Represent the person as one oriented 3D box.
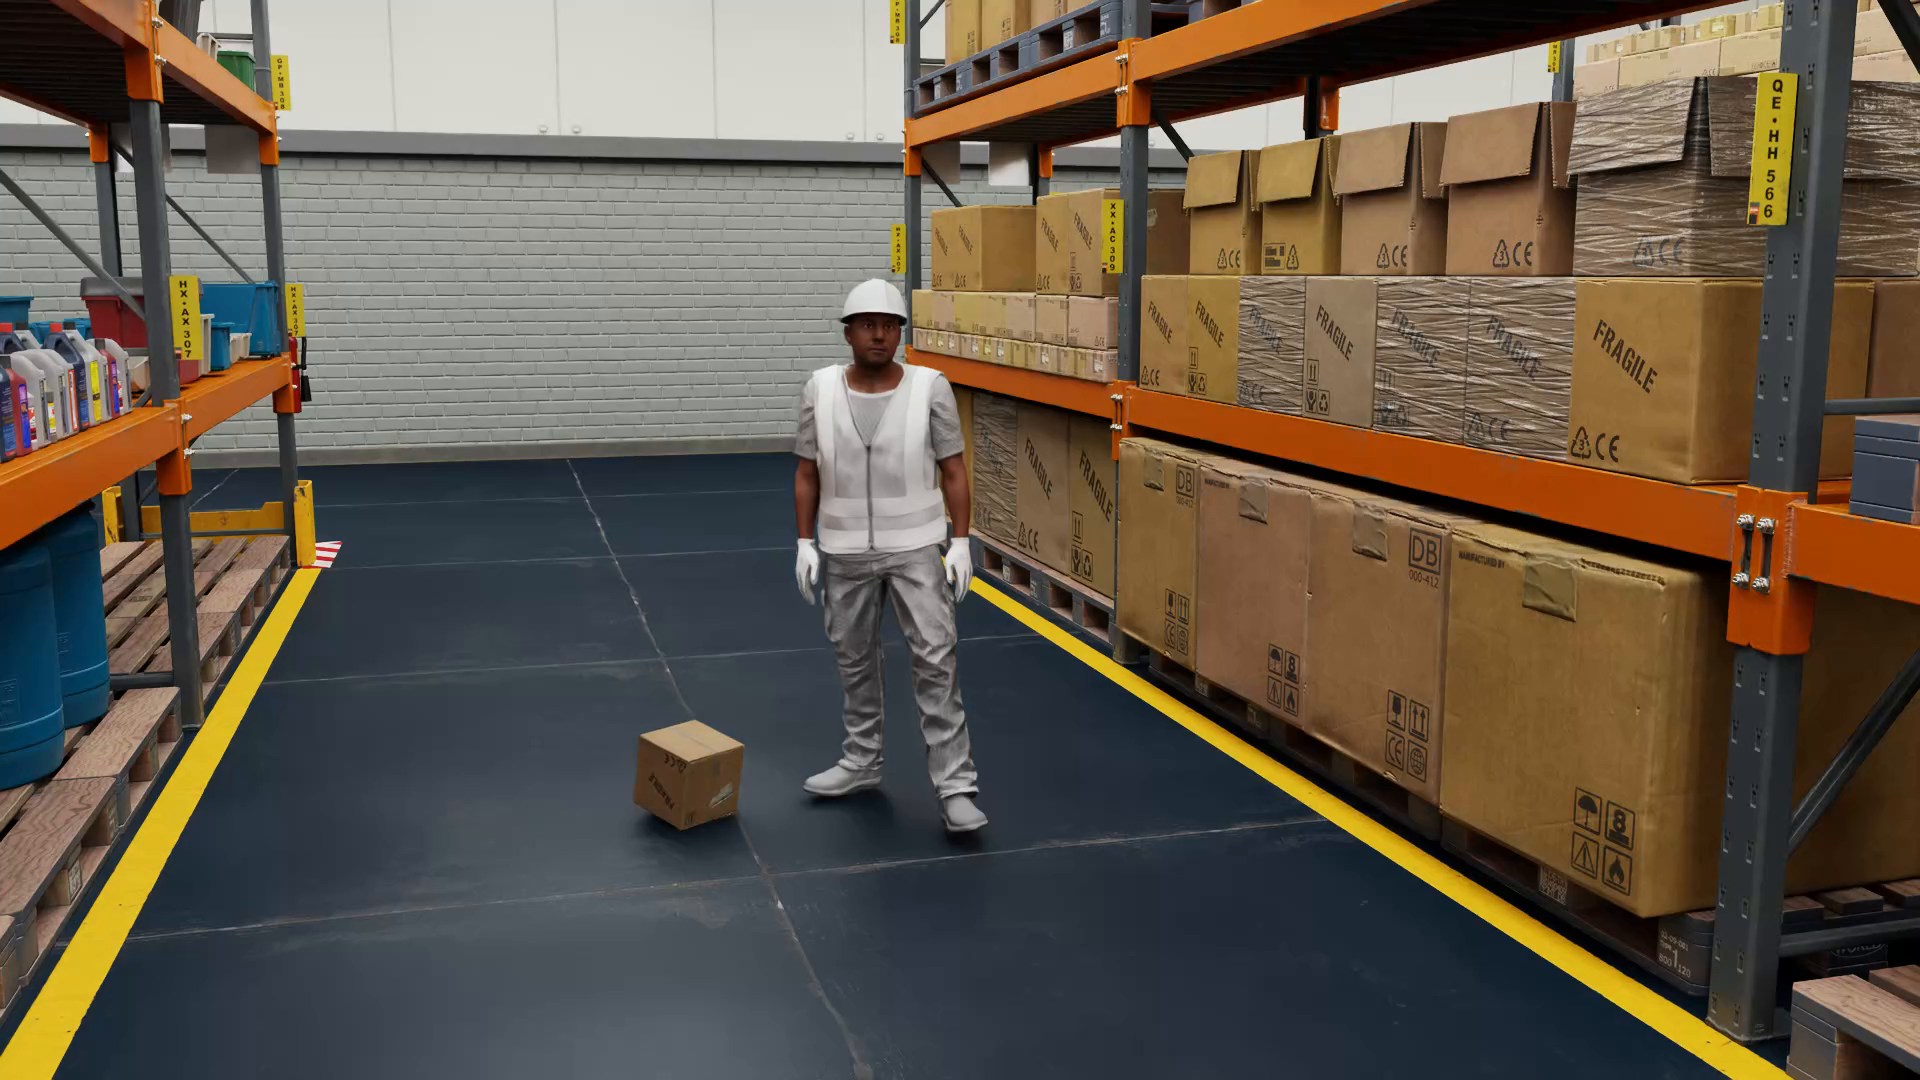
[{"bbox_3d":[-0.216,0.039,5.439,0.703,1.767,0.673,1,9,9],"label":"person"}]
